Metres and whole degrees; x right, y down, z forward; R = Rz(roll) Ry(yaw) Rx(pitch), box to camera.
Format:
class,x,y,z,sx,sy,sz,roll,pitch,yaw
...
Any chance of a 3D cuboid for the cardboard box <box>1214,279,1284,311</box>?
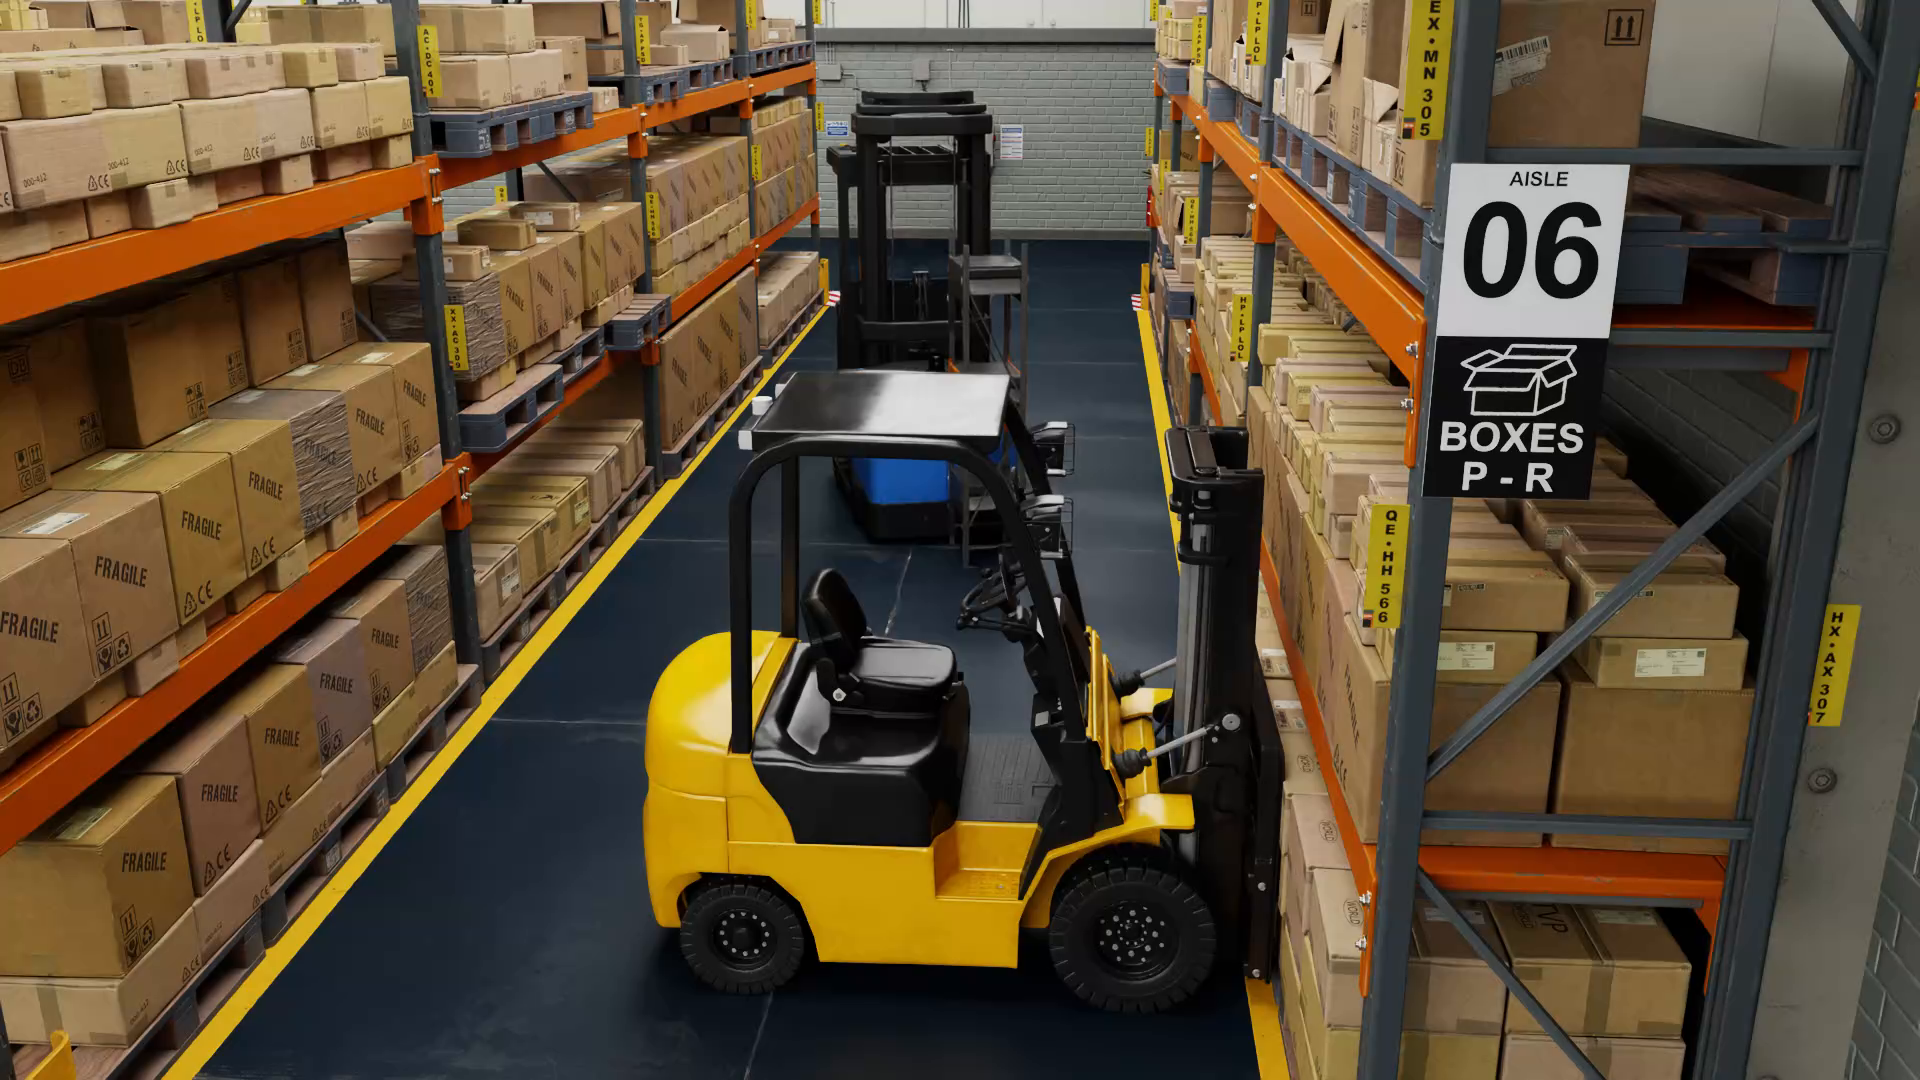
class,x,y,z,sx,sy,sz,roll,pitch,yaw
cardboard box,1.702,-1.444,9.809,0.380,0.149,0.250,1,18,2

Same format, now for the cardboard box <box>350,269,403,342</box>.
class,x,y,z,sx,sy,sz,roll,pitch,yaw
cardboard box,-3.251,-1.142,8.778,0.500,0.500,0.500,1,18,3

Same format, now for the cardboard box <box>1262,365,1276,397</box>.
class,x,y,z,sx,sy,sz,roll,pitch,yaw
cardboard box,1.610,-0.758,7.716,0.380,0.149,0.250,1,18,3

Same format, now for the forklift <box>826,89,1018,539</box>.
class,x,y,z,sx,sy,sz,roll,pitch,yaw
forklift,-0.372,-1.821,12.273,1.130,2.935,3.031,-3,18,-10

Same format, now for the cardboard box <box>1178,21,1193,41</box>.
class,x,y,z,sx,sy,sz,roll,pitch,yaw
cardboard box,1.958,-4.112,13.428,0.380,0.149,0.250,1,18,4

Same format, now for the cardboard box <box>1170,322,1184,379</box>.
class,x,y,z,sx,sy,sz,roll,pitch,yaw
cardboard box,2.182,-1.681,15.075,0.500,0.500,0.500,1,18,3

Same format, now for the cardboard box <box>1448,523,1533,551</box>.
class,x,y,z,sx,sy,sz,roll,pitch,yaw
cardboard box,1.411,0.057,4.753,0.380,0.149,0.250,1,18,4

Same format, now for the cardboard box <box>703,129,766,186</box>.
class,x,y,z,sx,sy,sz,roll,pitch,yaw
cardboard box,-2.206,-3.755,16.298,0.500,0.500,0.500,1,18,4

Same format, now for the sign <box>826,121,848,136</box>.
class,x,y,z,sx,sy,sz,roll,pitch,yaw
sign,-1.858,-6.232,25.191,0.327,0.218,0.001,1,18,4

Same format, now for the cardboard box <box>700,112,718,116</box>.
class,x,y,z,sx,sy,sz,roll,pitch,yaw
cardboard box,-2.623,-4.180,16.554,0.380,0.149,0.250,1,18,4

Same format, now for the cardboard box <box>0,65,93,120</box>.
class,x,y,z,sx,sy,sz,roll,pitch,yaw
cardboard box,-2.940,-1.385,5.137,0.380,0.149,0.250,1,18,4

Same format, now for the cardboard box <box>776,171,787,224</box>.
class,x,y,z,sx,sy,sz,roll,pitch,yaw
cardboard box,-2.105,-3.587,17.393,0.500,0.500,0.500,1,18,4

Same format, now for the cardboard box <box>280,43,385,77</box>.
class,x,y,z,sx,sy,sz,roll,pitch,yaw
cardboard box,-2.861,-2.187,7.584,0.380,0.149,0.250,2,18,5

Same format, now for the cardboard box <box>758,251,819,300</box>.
class,x,y,z,sx,sy,sz,roll,pitch,yaw
cardboard box,-2.143,-3.107,19.527,0.875,0.438,0.875,1,18,2

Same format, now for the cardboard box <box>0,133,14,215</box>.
class,x,y,z,sx,sy,sz,roll,pitch,yaw
cardboard box,-3.041,-1.008,4.629,0.500,0.250,0.500,1,18,3

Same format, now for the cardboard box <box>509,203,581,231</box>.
class,x,y,z,sx,sy,sz,roll,pitch,yaw
cardboard box,-2.605,-2.029,10.445,0.380,0.149,0.250,0,18,1

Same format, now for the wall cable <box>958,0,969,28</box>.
class,x,y,z,sx,sy,sz,roll,pitch,yaw
wall cable,1.457,-8.882,24.017,2.988,3.039,0.133,1,18,4

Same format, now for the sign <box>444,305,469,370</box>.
class,x,y,z,sx,sy,sz,roll,pitch,yaw
sign,-2.514,-1.007,8.287,0.100,0.325,0.005,1,18,4

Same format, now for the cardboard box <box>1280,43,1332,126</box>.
class,x,y,z,sx,sy,sz,roll,pitch,yaw
cardboard box,1.593,-1.872,6.811,0.500,0.311,0.500,2,18,5

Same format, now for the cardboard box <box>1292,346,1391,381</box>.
class,x,y,z,sx,sy,sz,roll,pitch,yaw
cardboard box,1.639,-0.737,7.176,0.380,0.149,0.250,1,18,3

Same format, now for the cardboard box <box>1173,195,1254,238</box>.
class,x,y,z,sx,sy,sz,roll,pitch,yaw
cardboard box,2.115,-2.497,13.387,0.797,0.503,0.637,1,18,3

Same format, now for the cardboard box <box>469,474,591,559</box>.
class,x,y,z,sx,sy,sz,roll,pitch,yaw
cardboard box,-2.924,-0.158,10.634,0.950,0.372,0.625,2,18,6

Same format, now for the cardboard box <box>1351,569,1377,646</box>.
class,x,y,z,sx,sy,sz,roll,pitch,yaw
cardboard box,1.343,0.197,4.801,0.380,0.149,0.250,2,18,5

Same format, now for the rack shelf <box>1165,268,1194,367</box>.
class,x,y,z,sx,sy,sz,roll,pitch,yaw
rack shelf,2.326,-2.017,13.916,1.077,0.370,4.000,1,18,4

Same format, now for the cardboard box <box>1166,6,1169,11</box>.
class,x,y,z,sx,sy,sz,roll,pitch,yaw
cardboard box,2.369,-5.351,17.078,0.500,0.250,0.500,2,18,5

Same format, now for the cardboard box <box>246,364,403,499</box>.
class,x,y,z,sx,sy,sz,roll,pitch,yaw
cardboard box,-2.869,-0.490,7.463,0.500,0.500,0.500,2,18,6

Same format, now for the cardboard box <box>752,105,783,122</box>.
class,x,y,z,sx,sy,sz,roll,pitch,yaw
cardboard box,-2.073,-4.485,17.486,0.380,0.149,0.250,1,18,4

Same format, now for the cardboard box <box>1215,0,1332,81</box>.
class,x,y,z,sx,sy,sz,roll,pitch,yaw
cardboard box,1.951,-3.079,10.190,0.700,0.500,0.500,1,18,3

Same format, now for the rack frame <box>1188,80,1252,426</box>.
class,x,y,z,sx,sy,sz,roll,pitch,yaw
rack frame,2.182,-1.738,11.908,1.000,3.000,0.127,1,18,4

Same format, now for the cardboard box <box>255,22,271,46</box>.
class,x,y,z,sx,sy,sz,roll,pitch,yaw
cardboard box,-7.112,-5.059,16.666,0.500,0.250,0.500,1,18,4

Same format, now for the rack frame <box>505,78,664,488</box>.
class,x,y,z,sx,sy,sz,roll,pitch,yaw
rack frame,-2.769,-1.847,12.243,1.000,3.000,0.127,1,18,4

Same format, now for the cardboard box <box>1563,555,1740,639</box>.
class,x,y,z,sx,sy,sz,roll,pitch,yaw
cardboard box,1.846,0.150,4.467,0.380,0.149,0.250,1,18,3

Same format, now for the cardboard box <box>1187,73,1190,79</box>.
class,x,y,z,sx,sy,sz,roll,pitch,yaw
cardboard box,2.200,-4.404,15.633,0.380,0.149,0.250,1,18,4

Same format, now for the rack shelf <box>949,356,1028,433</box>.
class,x,y,z,sx,sy,sz,roll,pitch,yaw
rack shelf,0.174,-0.881,10.784,0.431,0.518,0.480,-3,18,-10

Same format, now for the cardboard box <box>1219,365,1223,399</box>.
class,x,y,z,sx,sy,sz,roll,pitch,yaw
cardboard box,1.767,-0.896,9.581,0.500,0.250,0.500,1,18,4

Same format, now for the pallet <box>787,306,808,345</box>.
class,x,y,z,sx,sy,sz,roll,pitch,yaw
pallet,-2.265,-2.379,18.344,1.003,0.211,1.213,1,18,4

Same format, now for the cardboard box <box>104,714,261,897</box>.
class,x,y,z,sx,sy,sz,roll,pitch,yaw
cardboard box,-2.974,0.974,6.171,0.500,0.500,0.500,1,18,2

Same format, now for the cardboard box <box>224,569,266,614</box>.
class,x,y,z,sx,sy,sz,roll,pitch,yaw
cardboard box,-2.951,0.173,6.481,0.380,0.149,0.250,1,18,2

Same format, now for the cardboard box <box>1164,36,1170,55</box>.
class,x,y,z,sx,sy,sz,roll,pitch,yaw
cardboard box,1.998,-4.369,14.692,0.380,0.149,0.250,1,18,5

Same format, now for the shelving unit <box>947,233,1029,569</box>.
class,x,y,z,sx,sy,sz,roll,pitch,yaw
shelving unit,0.174,-0.894,10.780,0.431,2.100,0.503,-3,18,-10

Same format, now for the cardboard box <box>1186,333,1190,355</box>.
class,x,y,z,sx,sy,sz,roll,pitch,yaw
cardboard box,2.088,-1.628,13.872,0.380,0.149,0.250,0,18,1

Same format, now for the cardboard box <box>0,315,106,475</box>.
class,x,y,z,sx,sy,sz,roll,pitch,yaw
cardboard box,-3.546,-0.508,5.911,0.700,0.500,0.500,1,18,3

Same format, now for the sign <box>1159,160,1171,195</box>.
class,x,y,z,sx,sy,sz,roll,pitch,yaw
sign,1.927,-3.401,15.595,0.100,0.325,0.005,1,18,4

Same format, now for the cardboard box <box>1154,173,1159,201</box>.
class,x,y,z,sx,sy,sz,roll,pitch,yaw
cardboard box,2.386,-3.843,18.098,0.500,0.250,0.500,1,18,3

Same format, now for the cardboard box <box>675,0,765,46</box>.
class,x,y,z,sx,sy,sz,roll,pitch,yaw
cardboard box,-2.418,-5.231,16.751,0.797,0.503,0.637,3,18,8

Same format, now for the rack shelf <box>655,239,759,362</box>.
class,x,y,z,sx,sy,sz,roll,pitch,yaw
rack shelf,-2.625,-2.126,14.251,1.077,0.370,4.000,1,18,4

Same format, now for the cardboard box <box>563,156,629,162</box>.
class,x,y,z,sx,sy,sz,roll,pitch,yaw
cardboard box,-2.922,-2.850,13.537,0.500,0.500,0.500,1,18,4

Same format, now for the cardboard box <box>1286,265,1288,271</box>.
class,x,y,z,sx,sy,sz,roll,pitch,yaw
cardboard box,2.427,-1.758,11.409,0.500,0.250,0.500,2,18,5

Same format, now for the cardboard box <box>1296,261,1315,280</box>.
class,x,y,z,sx,sy,sz,roll,pitch,yaw
cardboard box,2.330,-1.668,10.493,0.380,0.149,0.250,1,18,4

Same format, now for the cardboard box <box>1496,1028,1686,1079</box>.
class,x,y,z,sx,sy,sz,roll,pitch,yaw
cardboard box,1.850,1.475,5.042,0.500,0.250,0.500,2,18,5

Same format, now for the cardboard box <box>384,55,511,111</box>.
class,x,y,z,sx,sy,sz,roll,pitch,yaw
cardboard box,-2.614,-2.331,8.469,0.500,0.250,0.500,1,18,2

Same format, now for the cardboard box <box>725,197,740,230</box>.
class,x,y,z,sx,sy,sz,roll,pitch,yaw
cardboard box,-2.300,-2.958,15.071,0.500,0.250,0.500,2,18,5

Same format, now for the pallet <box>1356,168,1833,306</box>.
class,x,y,z,sx,sy,sz,roll,pitch,yaw
pallet,1.685,-0.855,4.541,1.003,0.211,1.213,1,18,4

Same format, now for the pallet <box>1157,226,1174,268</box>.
class,x,y,z,sx,sy,sz,roll,pitch,yaw
pallet,2.303,-2.643,14.980,1.003,0.211,1.213,1,18,4

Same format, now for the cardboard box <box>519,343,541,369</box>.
class,x,y,z,sx,sy,sz,roll,pitch,yaw
cardboard box,-2.670,-1.096,9.679,0.380,0.149,0.250,2,18,5

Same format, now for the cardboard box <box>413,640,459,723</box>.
class,x,y,z,sx,sy,sz,roll,pitch,yaw
cardboard box,-2.830,0.692,8.236,0.500,0.250,0.500,2,18,6

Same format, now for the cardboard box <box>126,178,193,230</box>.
class,x,y,z,sx,sy,sz,roll,pitch,yaw
cardboard box,-2.906,-1.166,5.750,0.380,0.149,0.250,1,18,5
